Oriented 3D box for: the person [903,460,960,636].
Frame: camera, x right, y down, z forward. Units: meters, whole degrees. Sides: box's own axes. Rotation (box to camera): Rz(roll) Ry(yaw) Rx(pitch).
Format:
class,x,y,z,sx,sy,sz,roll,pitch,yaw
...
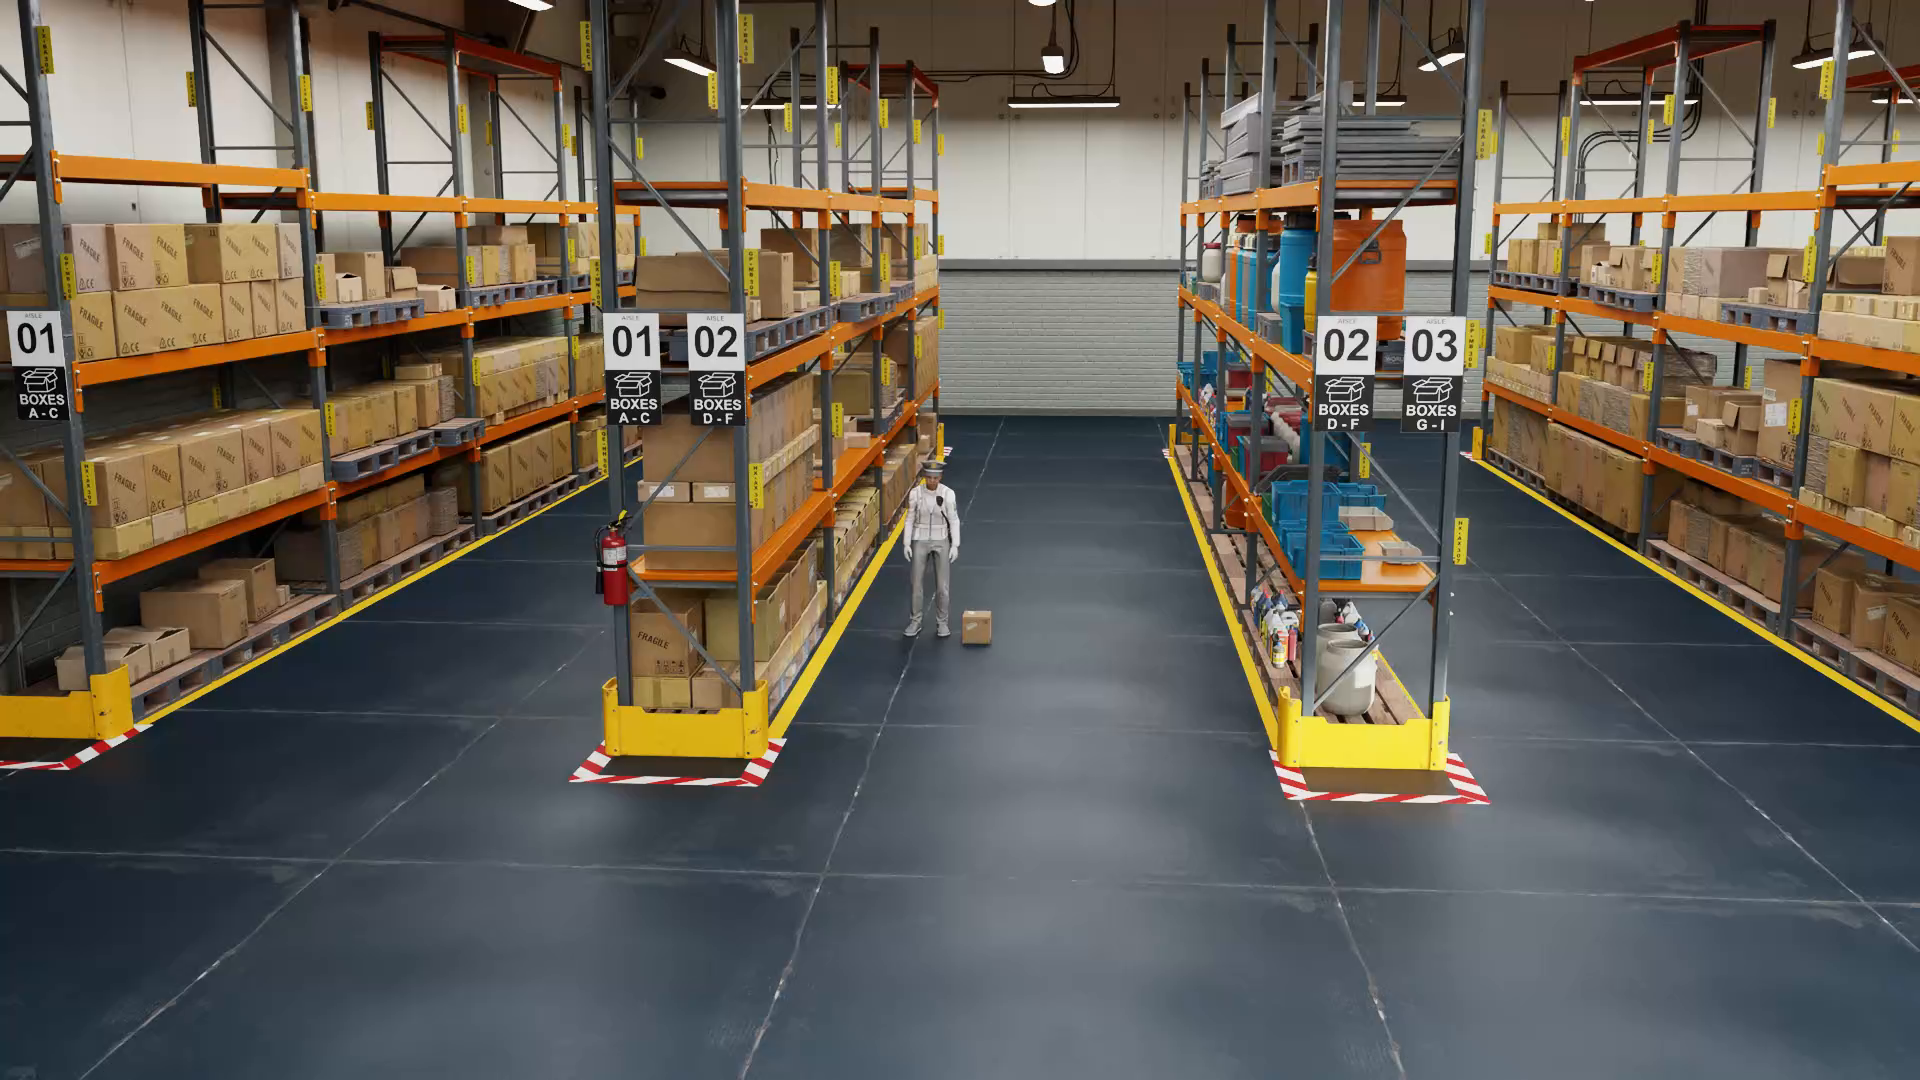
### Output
class,x,y,z,sx,sy,sz,roll,pitch,yaw
person,-0.268,0.064,15.584,0.532,1.663,0.374,0,11,2
